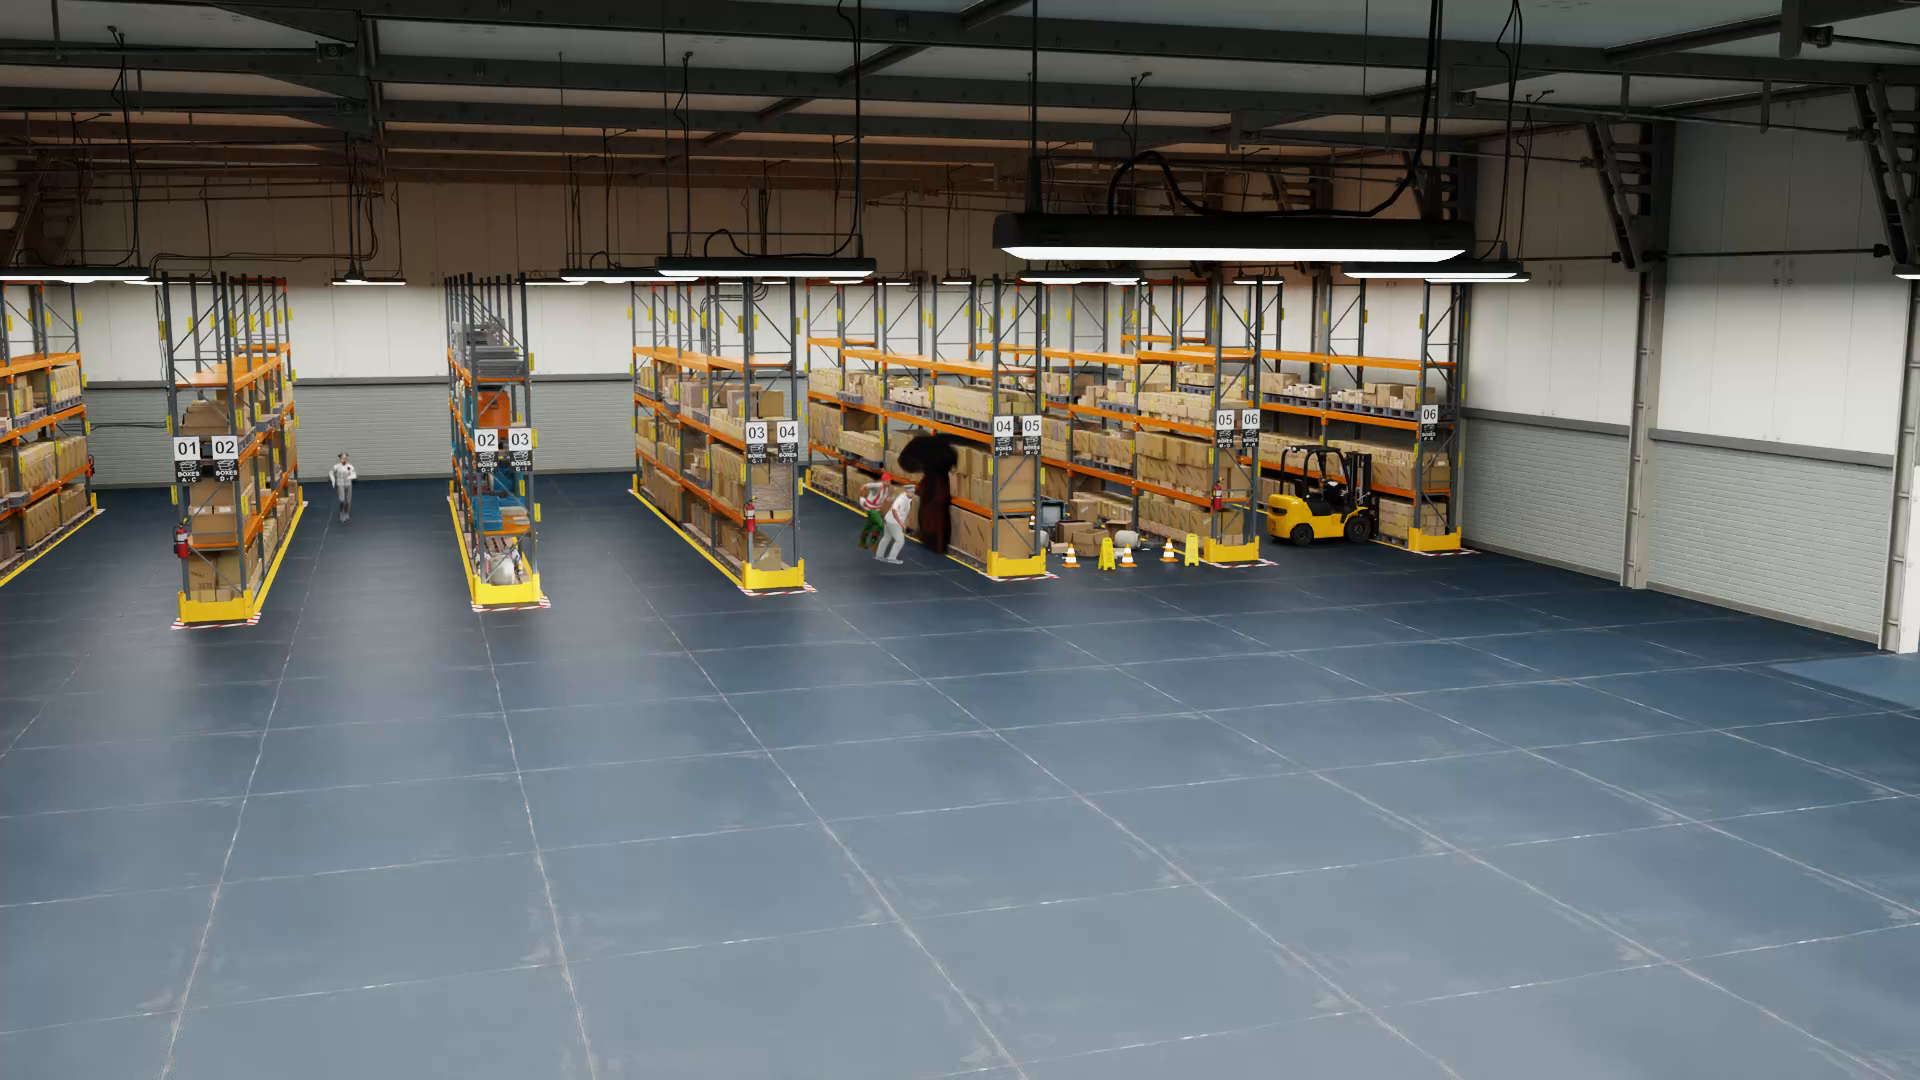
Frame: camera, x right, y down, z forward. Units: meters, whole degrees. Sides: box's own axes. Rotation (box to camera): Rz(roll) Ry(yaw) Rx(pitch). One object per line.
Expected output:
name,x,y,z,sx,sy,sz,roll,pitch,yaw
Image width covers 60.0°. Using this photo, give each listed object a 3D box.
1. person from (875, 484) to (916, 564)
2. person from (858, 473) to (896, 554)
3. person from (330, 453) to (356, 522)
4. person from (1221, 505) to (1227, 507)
person,-1.293,-0.321,33.079,0.868,1.629,0.716,1,9,3
person,-1.786,-0.555,34.587,0.957,1.704,0.712,7,11,38
person,-15.218,-1.301,41.097,0.592,1.716,0.686,-5,10,-27
person,6.349,-1.355,41.268,0.716,1.754,0.975,-4,10,-27
